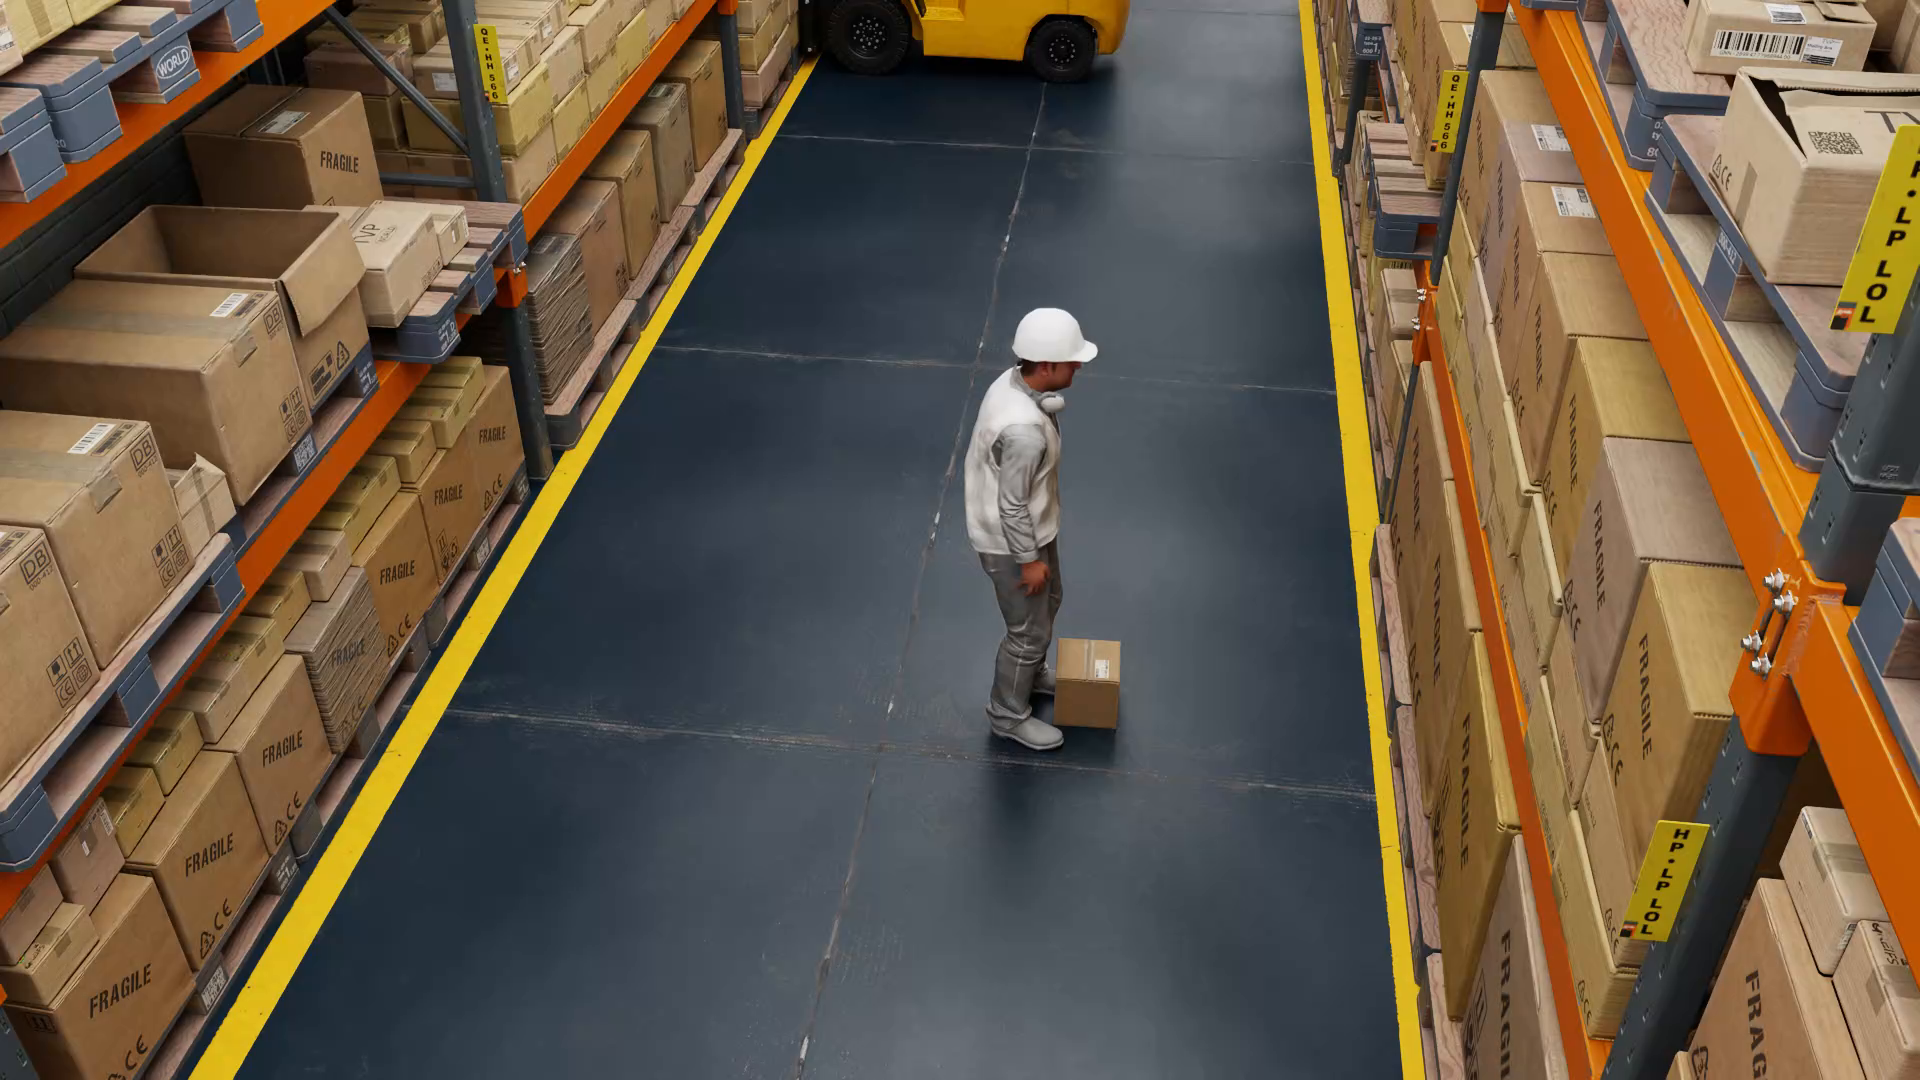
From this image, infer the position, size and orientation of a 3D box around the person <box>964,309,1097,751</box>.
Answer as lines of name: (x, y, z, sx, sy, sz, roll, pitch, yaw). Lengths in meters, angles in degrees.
person: (0.251, -0.055, 6.201, 0.473, 1.771, 0.582, 3, 36, 4)
